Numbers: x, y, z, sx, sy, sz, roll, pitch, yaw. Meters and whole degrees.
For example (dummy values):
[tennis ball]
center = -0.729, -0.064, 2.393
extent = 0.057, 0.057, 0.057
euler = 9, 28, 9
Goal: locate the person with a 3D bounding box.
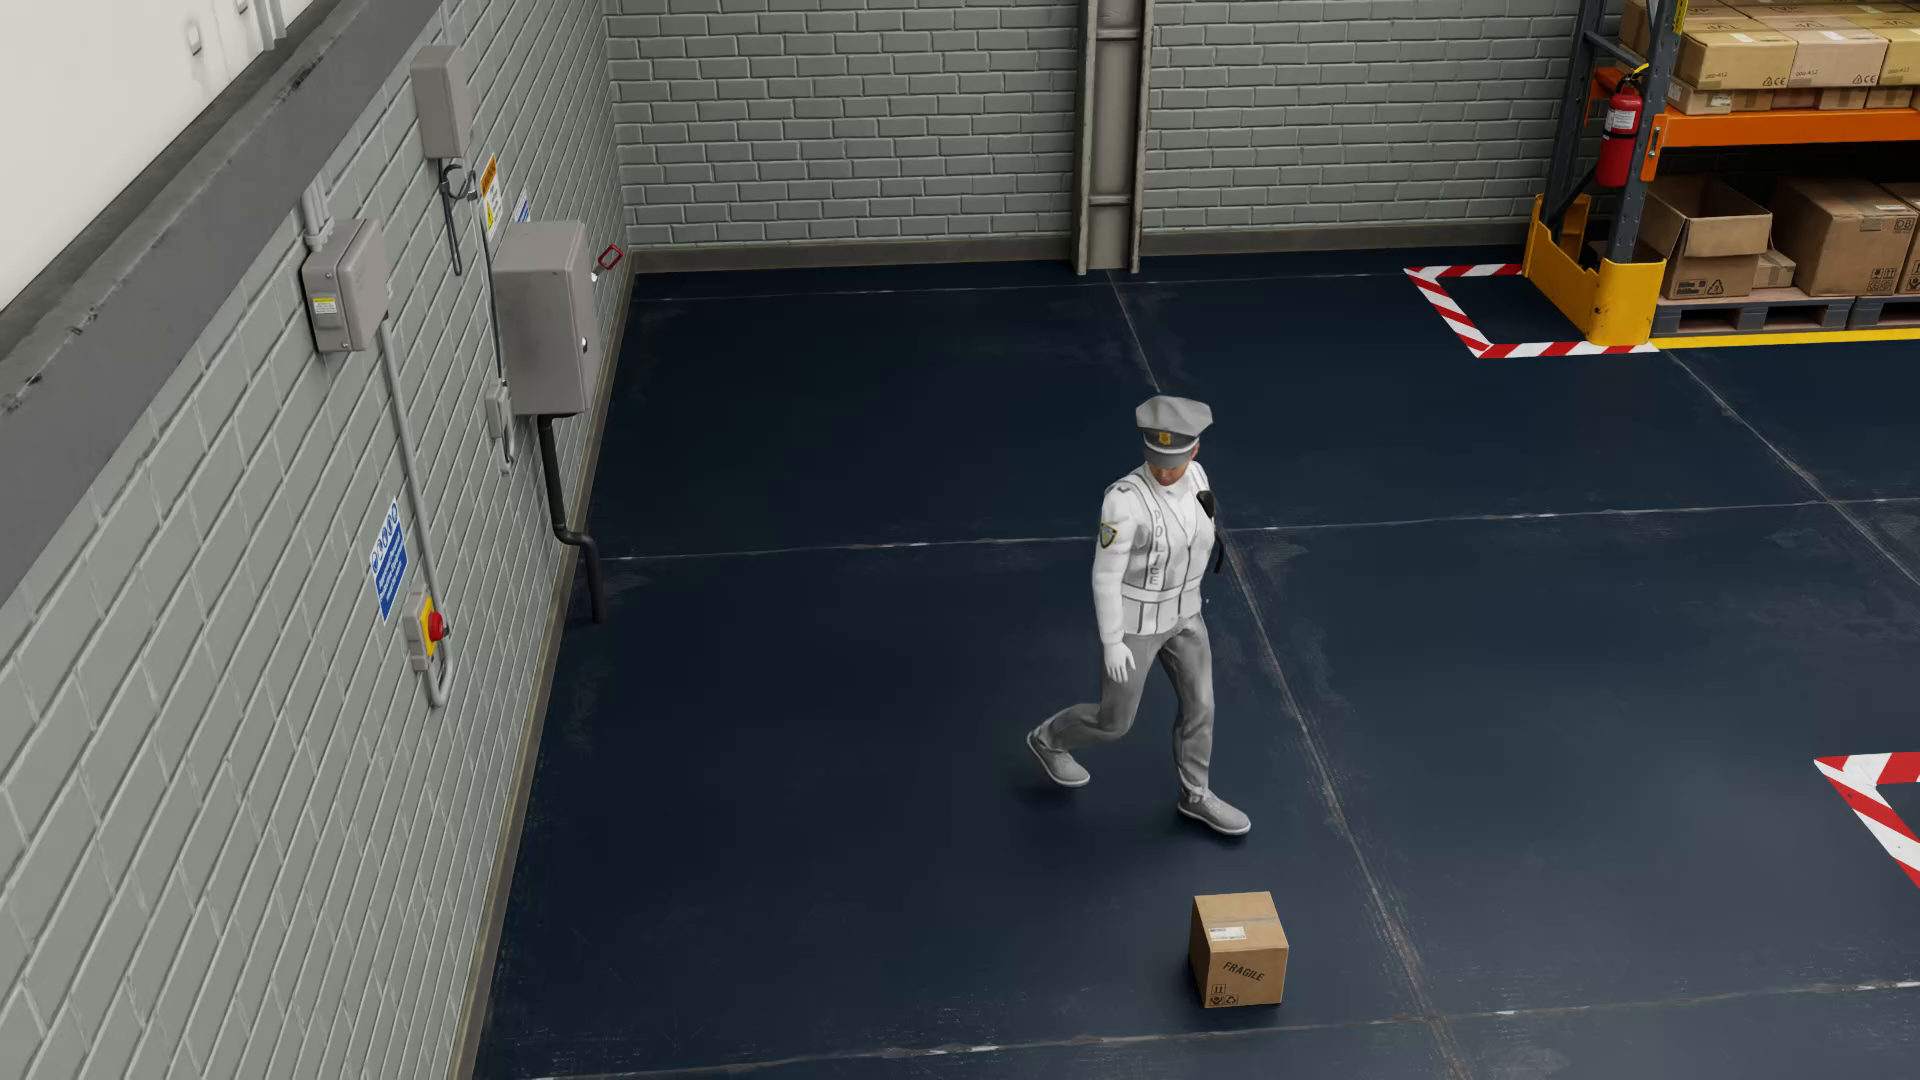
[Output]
[person]
center = 0.646, 0.273, 5.690
extent = 0.514, 1.610, 0.798
euler = -25, 39, -34
